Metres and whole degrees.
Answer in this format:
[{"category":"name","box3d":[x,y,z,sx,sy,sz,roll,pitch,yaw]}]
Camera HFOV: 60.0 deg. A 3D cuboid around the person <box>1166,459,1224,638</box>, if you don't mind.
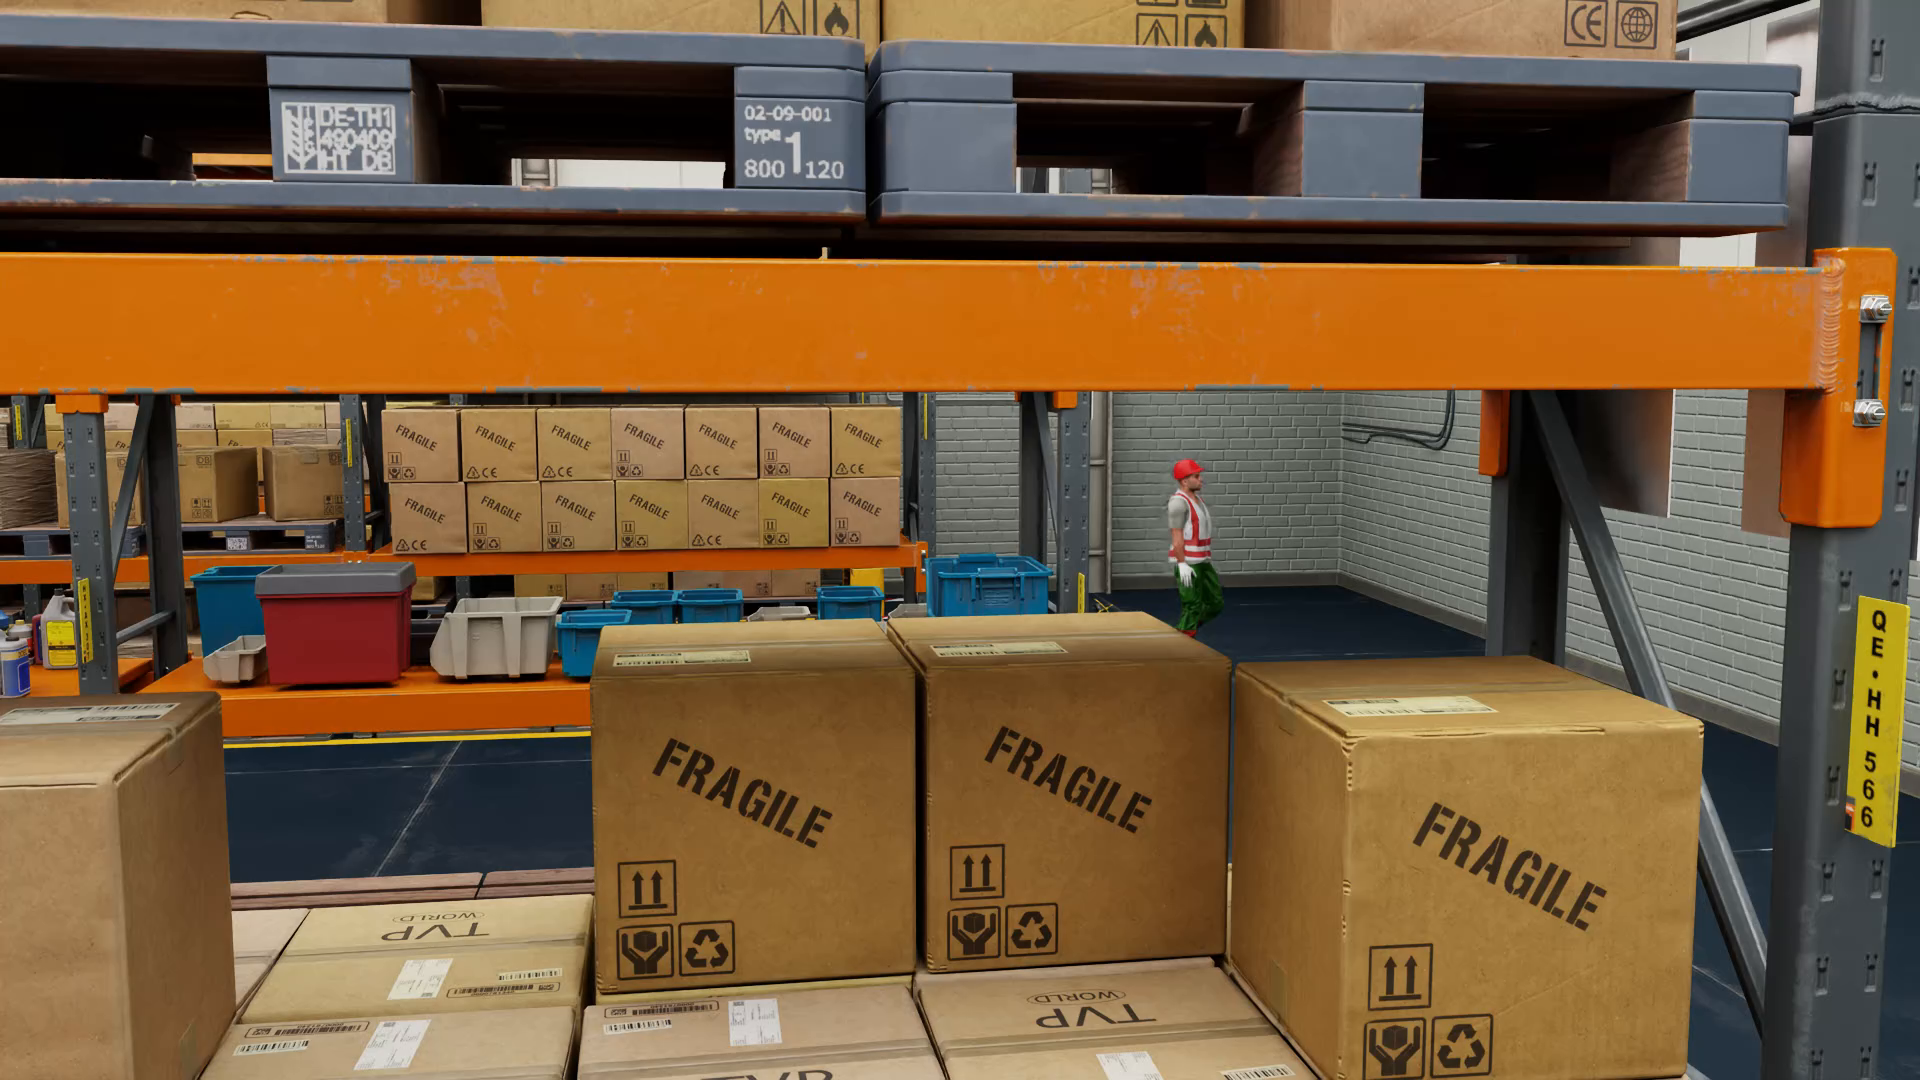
[{"category":"person","box3d":[1.942,0.206,14.042,0.501,1.782,0.543,4,8,32]}]
